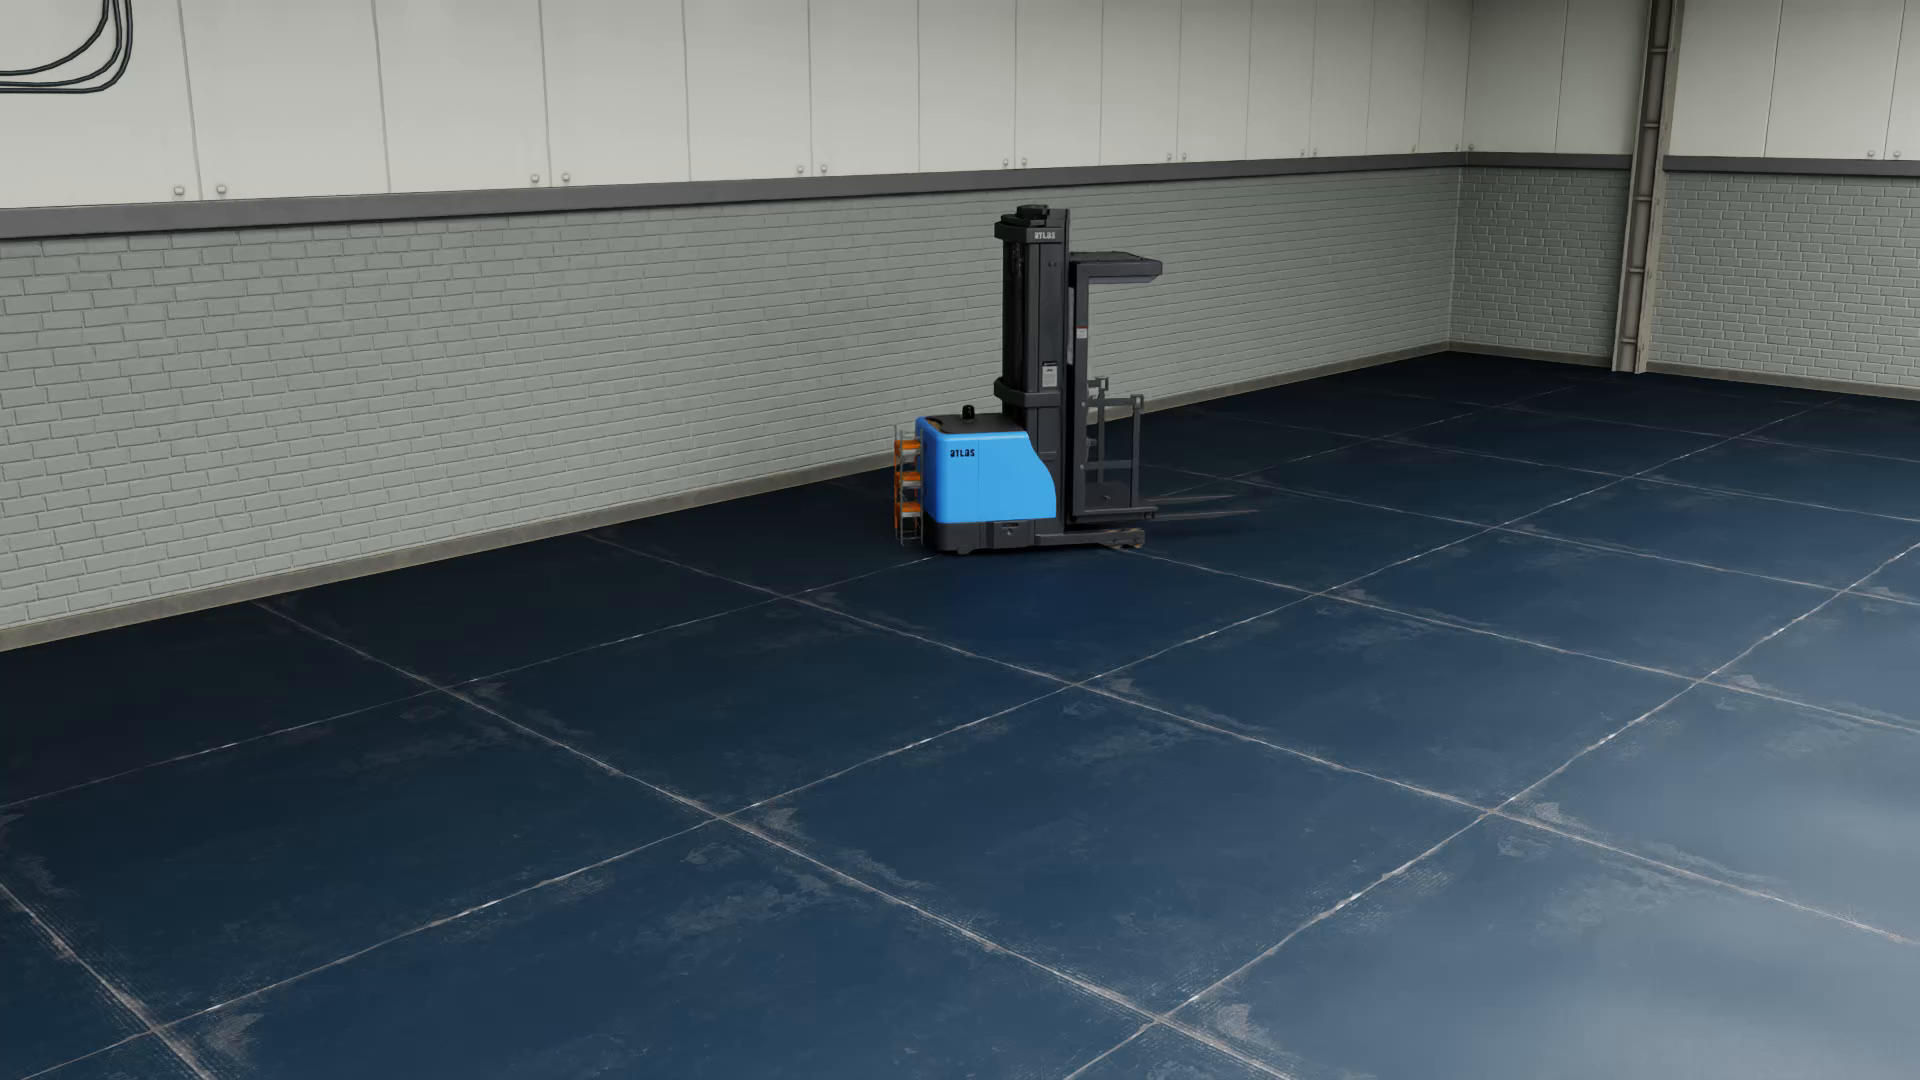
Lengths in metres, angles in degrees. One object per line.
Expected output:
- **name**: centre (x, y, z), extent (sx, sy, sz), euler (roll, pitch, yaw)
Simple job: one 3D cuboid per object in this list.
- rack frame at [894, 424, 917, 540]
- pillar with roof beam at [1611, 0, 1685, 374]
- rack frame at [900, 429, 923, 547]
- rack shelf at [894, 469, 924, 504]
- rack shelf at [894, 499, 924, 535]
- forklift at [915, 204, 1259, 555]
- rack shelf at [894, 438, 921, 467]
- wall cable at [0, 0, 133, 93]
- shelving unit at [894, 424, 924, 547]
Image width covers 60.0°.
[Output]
- **rack frame**: centre (-0.483, -0.513, 14.820), extent (0.200, 1.050, 0.008), euler (-4, 15, -13)
- **pillar with roof beam**: centre (6.856, -6.060, 20.343), extent (0.400, 9.000, 9.100), euler (14, 20, 42)
- **rack frame**: centre (-0.424, -0.454, 14.590), extent (0.200, 1.050, 0.008), euler (-4, 15, -13)
- **rack shelf**: centre (-0.454, -0.473, 14.708), extent (0.215, 0.259, 0.240), euler (-4, 15, -13)
- **rack shelf**: centre (-0.454, -0.204, 14.778), extent (0.215, 0.259, 0.240), euler (-4, 15, -13)
- **forklift**: centre (1.160, -1.464, 14.740), extent (3.031, 2.935, 1.130), euler (-3, 15, -13)
- **rack shelf**: centre (-0.454, -0.748, 14.636), extent (0.215, 0.259, 0.240), euler (-4, 15, -13)
- **wall cable**: centre (-6.622, -5.246, 10.472), extent (0.169, 6.003, 2.305), euler (14, 20, 42)
- **shelving unit**: centre (-0.454, -0.483, 14.705), extent (0.215, 1.050, 0.252), euler (-4, 15, -13)
